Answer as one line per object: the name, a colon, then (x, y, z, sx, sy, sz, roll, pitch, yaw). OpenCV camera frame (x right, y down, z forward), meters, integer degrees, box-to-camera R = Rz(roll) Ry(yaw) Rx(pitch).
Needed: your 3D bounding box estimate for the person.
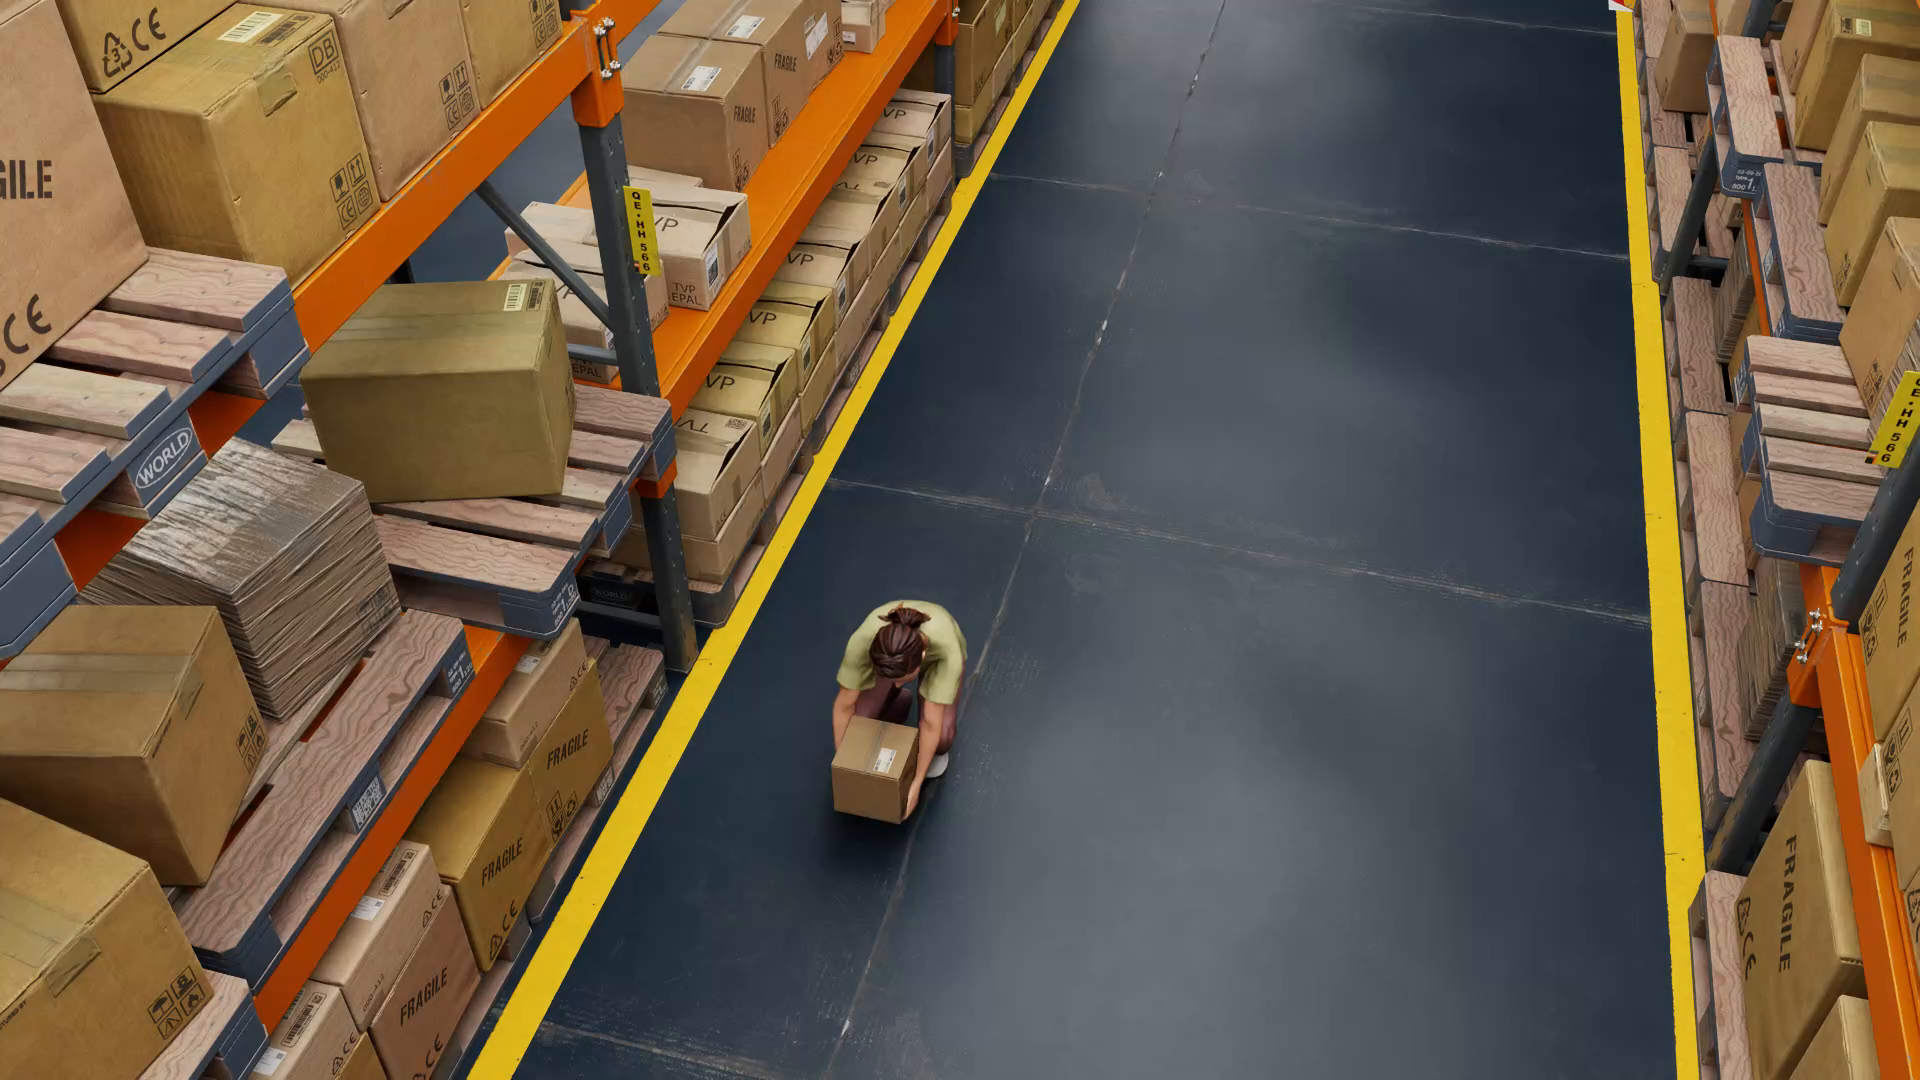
person: (-0.206, 0.522, 6.134, 0.471, 0.933, 0.802, 11, 42, 12)
